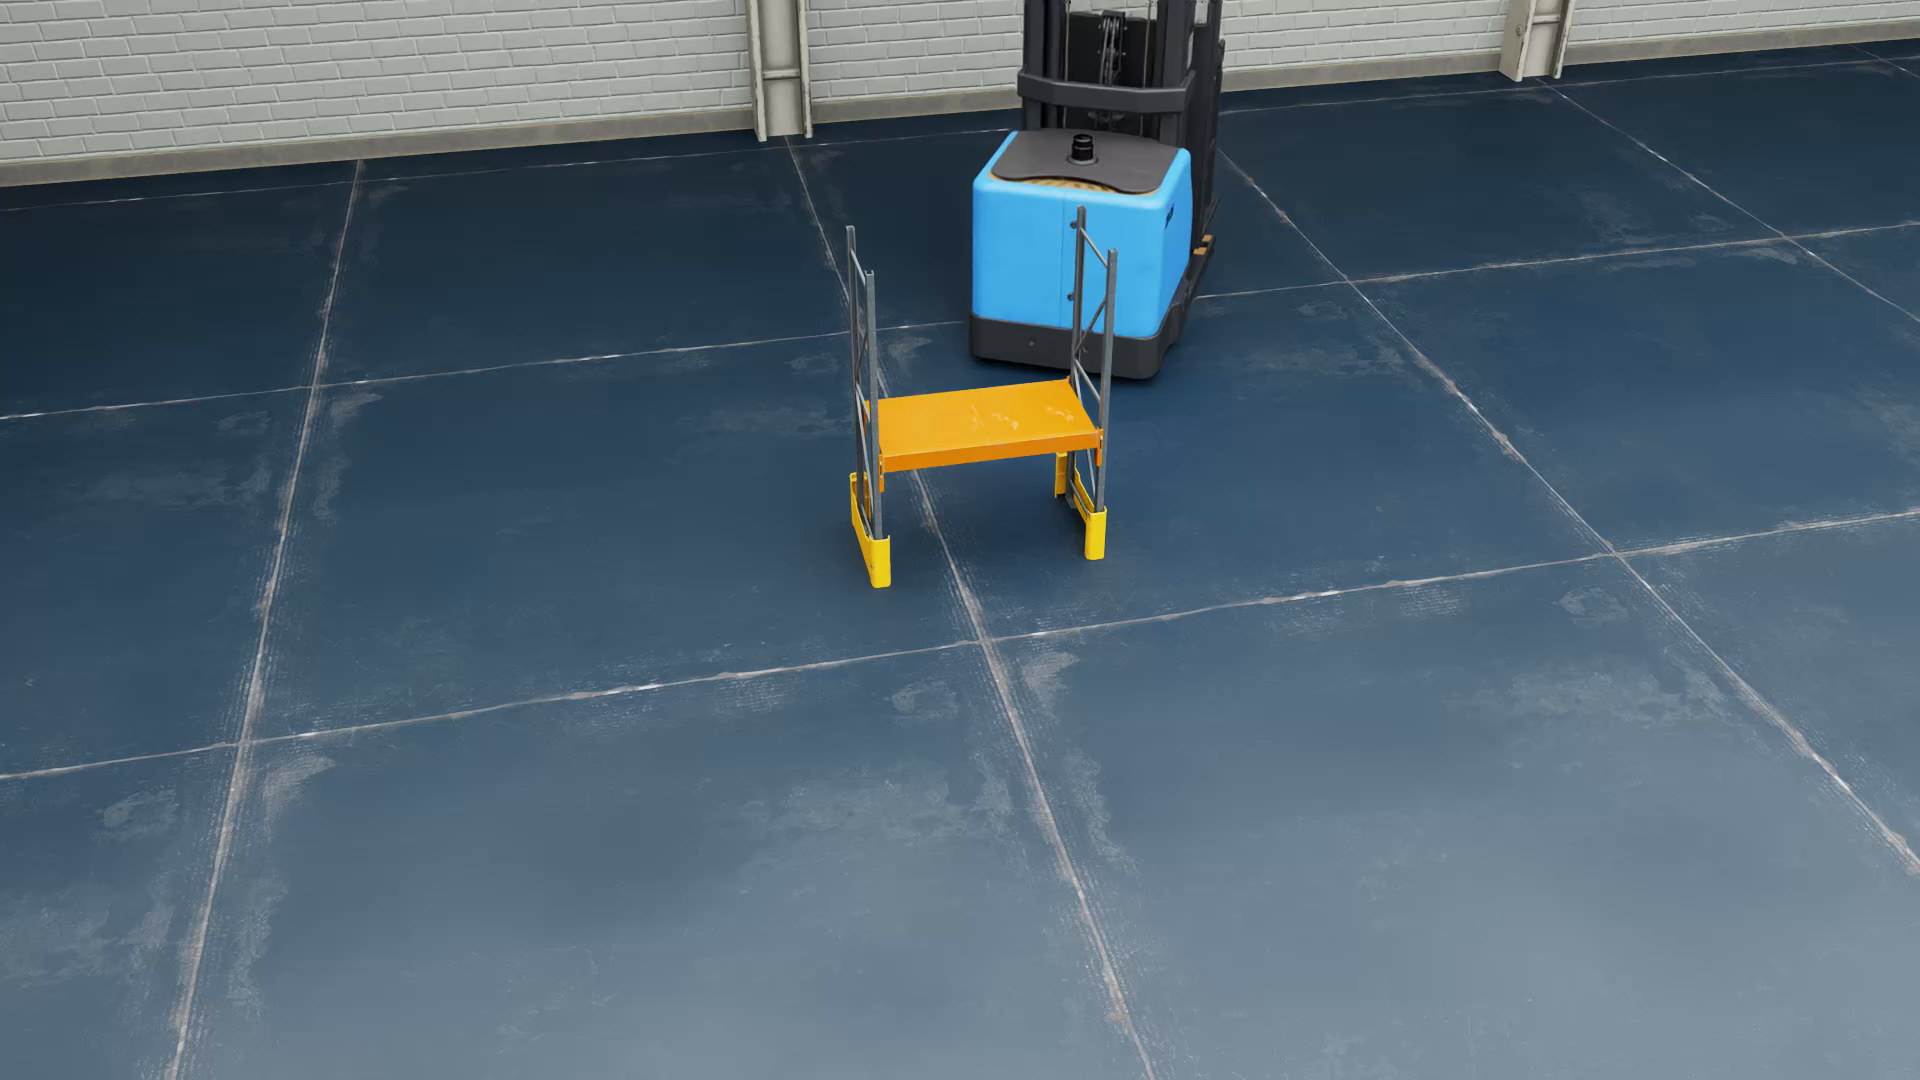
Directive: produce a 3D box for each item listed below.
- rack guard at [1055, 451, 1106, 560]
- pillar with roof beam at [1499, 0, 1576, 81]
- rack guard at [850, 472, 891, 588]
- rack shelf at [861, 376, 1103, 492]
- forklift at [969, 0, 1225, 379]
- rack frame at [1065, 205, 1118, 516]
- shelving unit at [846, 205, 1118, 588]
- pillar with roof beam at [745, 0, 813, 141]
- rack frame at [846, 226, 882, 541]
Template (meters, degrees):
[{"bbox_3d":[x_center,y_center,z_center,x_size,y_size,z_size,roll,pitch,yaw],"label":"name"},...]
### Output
[{"bbox_3d":[0.560,-0.174,7.786,0.087,0.250,0.587,-7,35,-11],"label":"rack guard"},{"bbox_3d":[5.503,-5.133,7.323,0.400,9.000,9.100,-7,35,-11],"label":"pillar with roof beam"},{"bbox_3d":[-0.411,-0.052,7.603,0.087,0.250,0.587,-7,35,-11],"label":"rack guard"},{"bbox_3d":[0.083,-0.484,7.448,1.000,0.185,0.538,-7,35,-11],"label":"rack shelf"},{"bbox_3d":[0.960,-2.897,9.436,1.130,2.935,3.031,9,35,14],"label":"forklift"},{"bbox_3d":[0.579,-0.696,7.441,0.032,1.500,0.500,-7,35,-11],"label":"rack frame"},{"bbox_3d":[0.074,-0.632,7.346,1.083,1.500,0.587,-7,35,-11],"label":"shelving unit"},{"bbox_3d":[-0.350,-4.395,6.224,0.400,9.000,9.100,-7,35,-11],"label":"pillar with roof beam"},{"bbox_3d":[-0.413,-0.571,7.255,0.032,1.500,0.500,-7,35,-11],"label":"rack frame"}]
